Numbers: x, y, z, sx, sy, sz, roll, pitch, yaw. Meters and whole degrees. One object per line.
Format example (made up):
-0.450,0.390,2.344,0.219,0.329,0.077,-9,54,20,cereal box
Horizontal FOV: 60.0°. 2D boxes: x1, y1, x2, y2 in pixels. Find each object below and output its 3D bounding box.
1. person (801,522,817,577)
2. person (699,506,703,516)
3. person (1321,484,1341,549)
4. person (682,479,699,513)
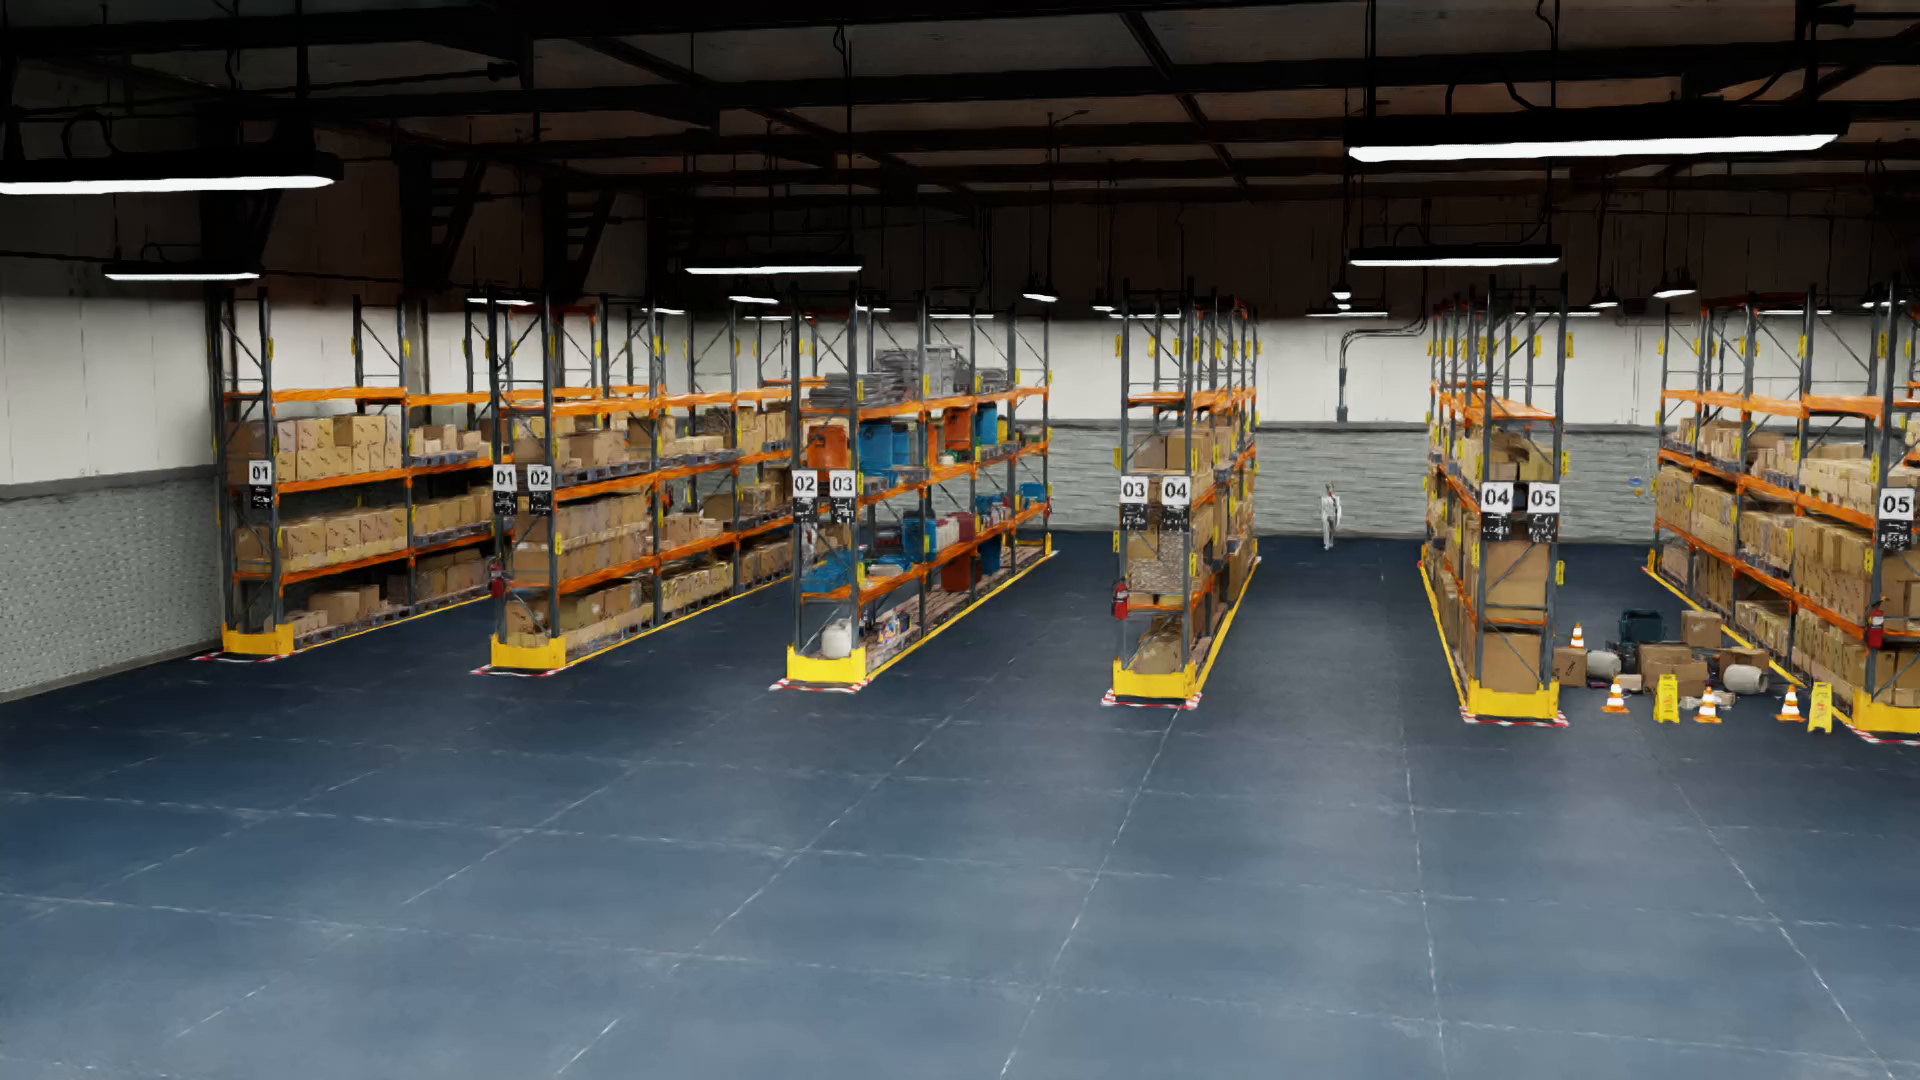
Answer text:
-3.132,0.072,35.055,0.477,1.789,0.634,-1,7,-7,person
-5.805,-0.275,38.577,0.542,1.675,1.126,2,7,15,person
9.290,-0.596,41.650,0.497,1.625,0.989,1,7,12,person
-7.207,-0.858,44.515,0.454,1.502,0.880,-1,7,-10,person
